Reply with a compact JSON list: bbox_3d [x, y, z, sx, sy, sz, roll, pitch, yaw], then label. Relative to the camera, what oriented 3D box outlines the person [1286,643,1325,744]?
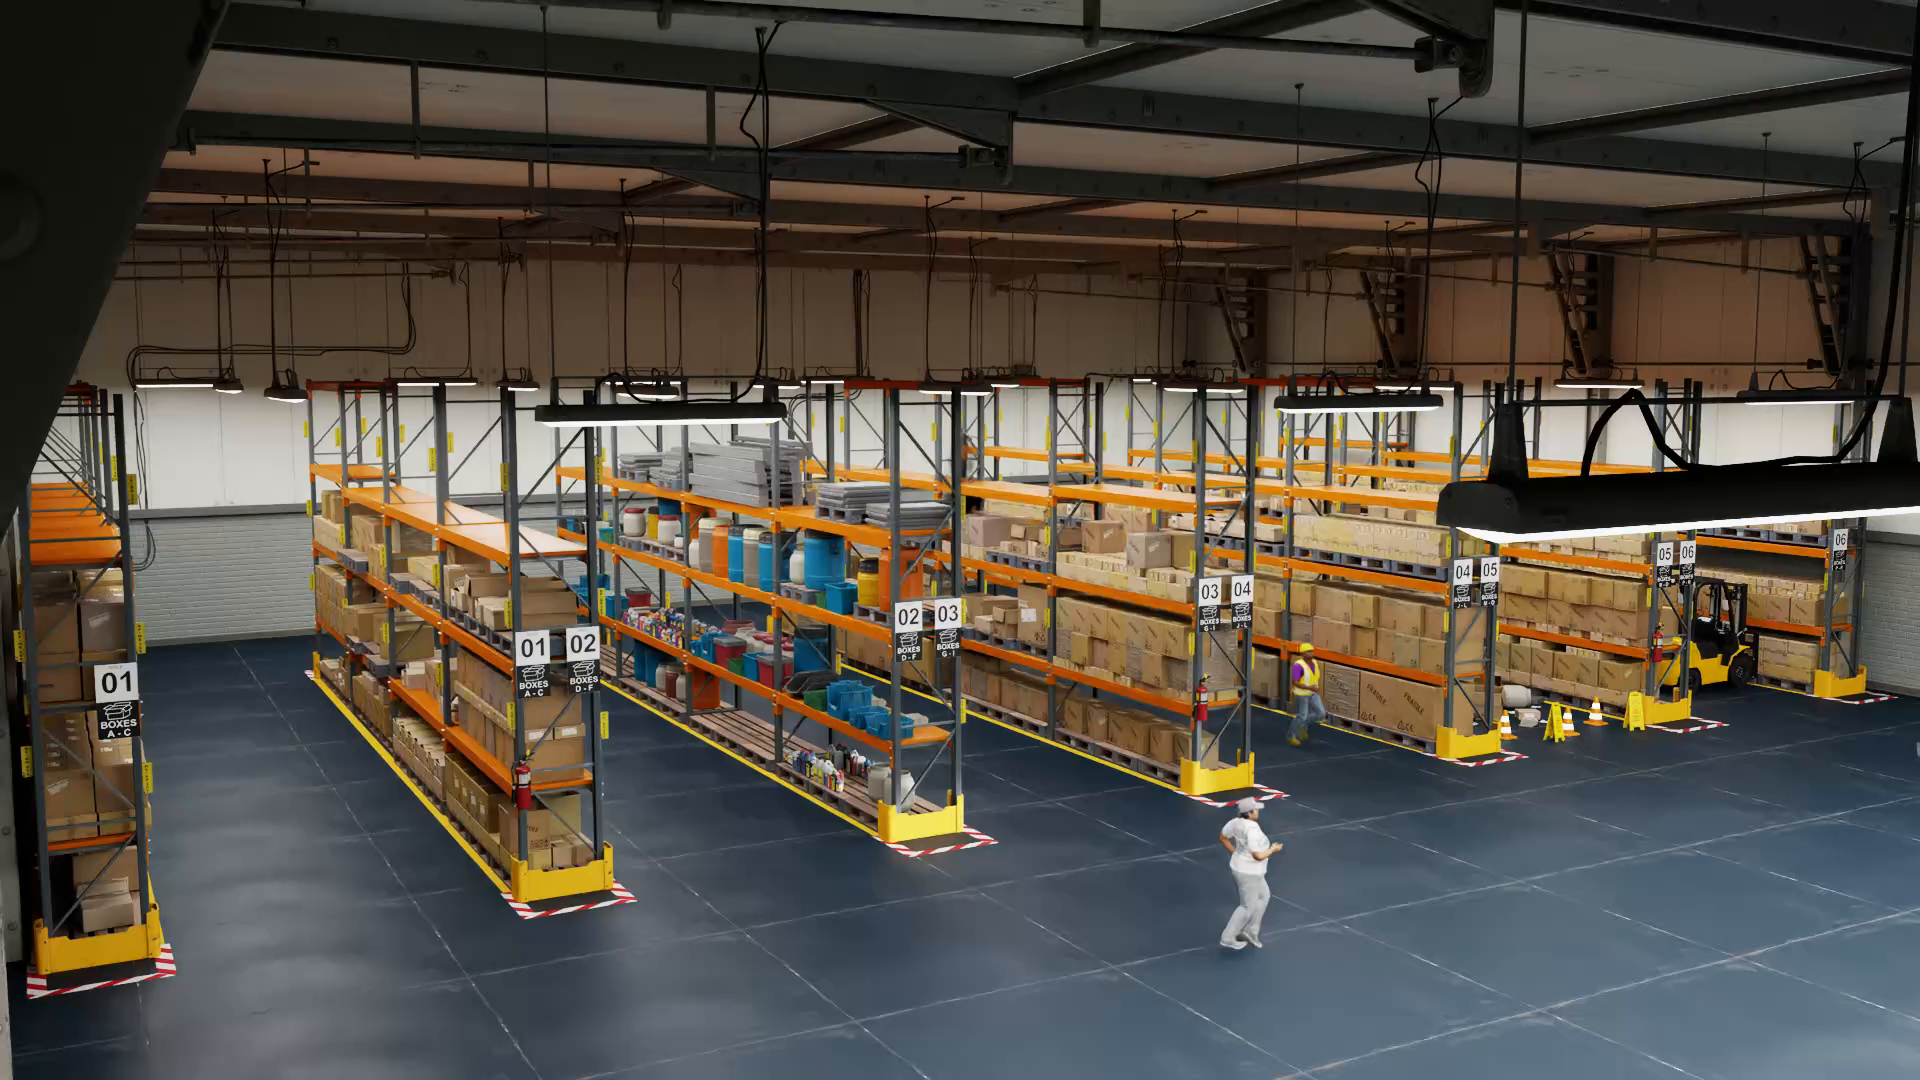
[{"bbox_3d":[5.757,2.544,27.495,0.726,1.714,0.743,-4,7,-36],"label":"person"}]

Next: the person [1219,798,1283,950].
[{"bbox_3d":[3.122,3.615,17.911,0.680,1.714,0.582,-1,6,-7],"label":"person"}]
